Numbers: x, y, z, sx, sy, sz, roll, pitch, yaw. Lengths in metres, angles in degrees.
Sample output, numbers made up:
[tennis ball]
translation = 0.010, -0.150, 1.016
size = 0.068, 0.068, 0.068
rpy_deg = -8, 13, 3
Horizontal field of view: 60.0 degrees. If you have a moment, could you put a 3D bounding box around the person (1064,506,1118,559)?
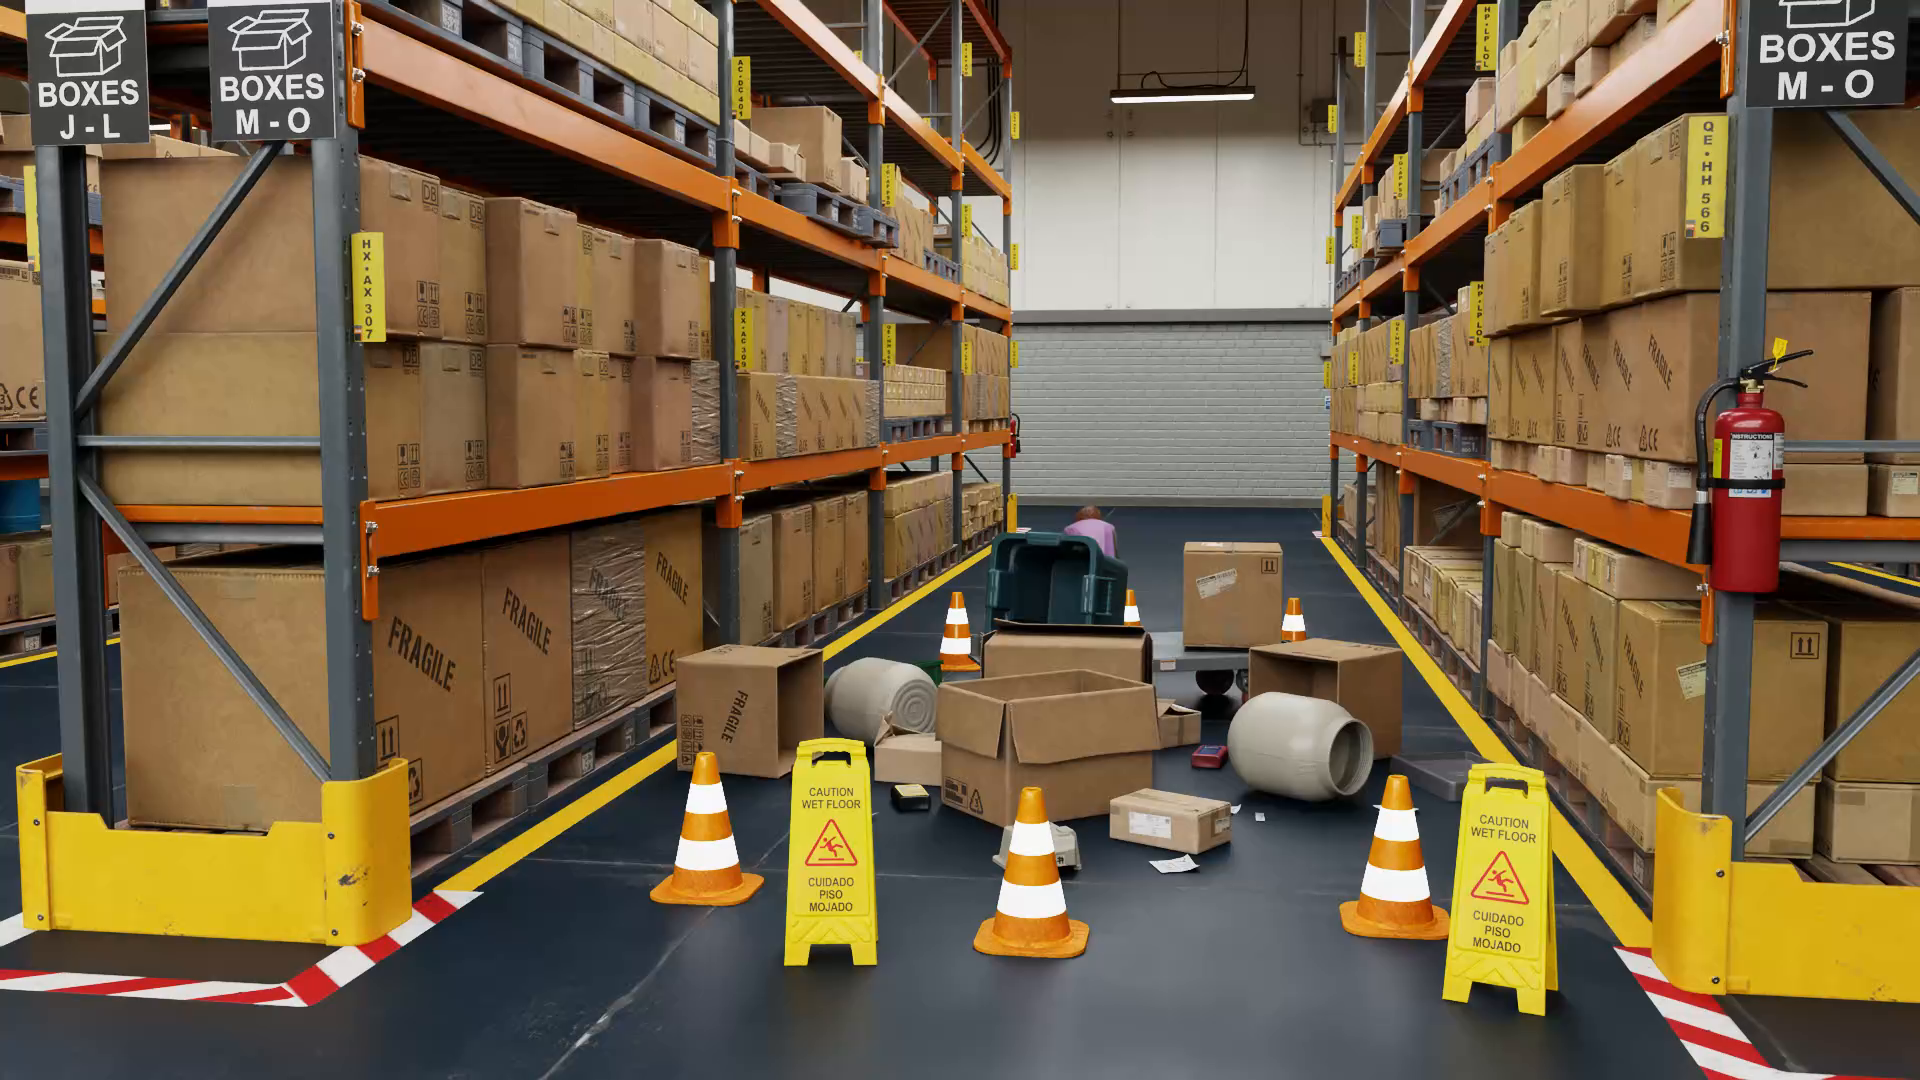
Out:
[person]
translation = 0.928, 0.237, 11.580
size = 0.420, 0.895, 0.831
rpy_deg = 1, 5, 7
